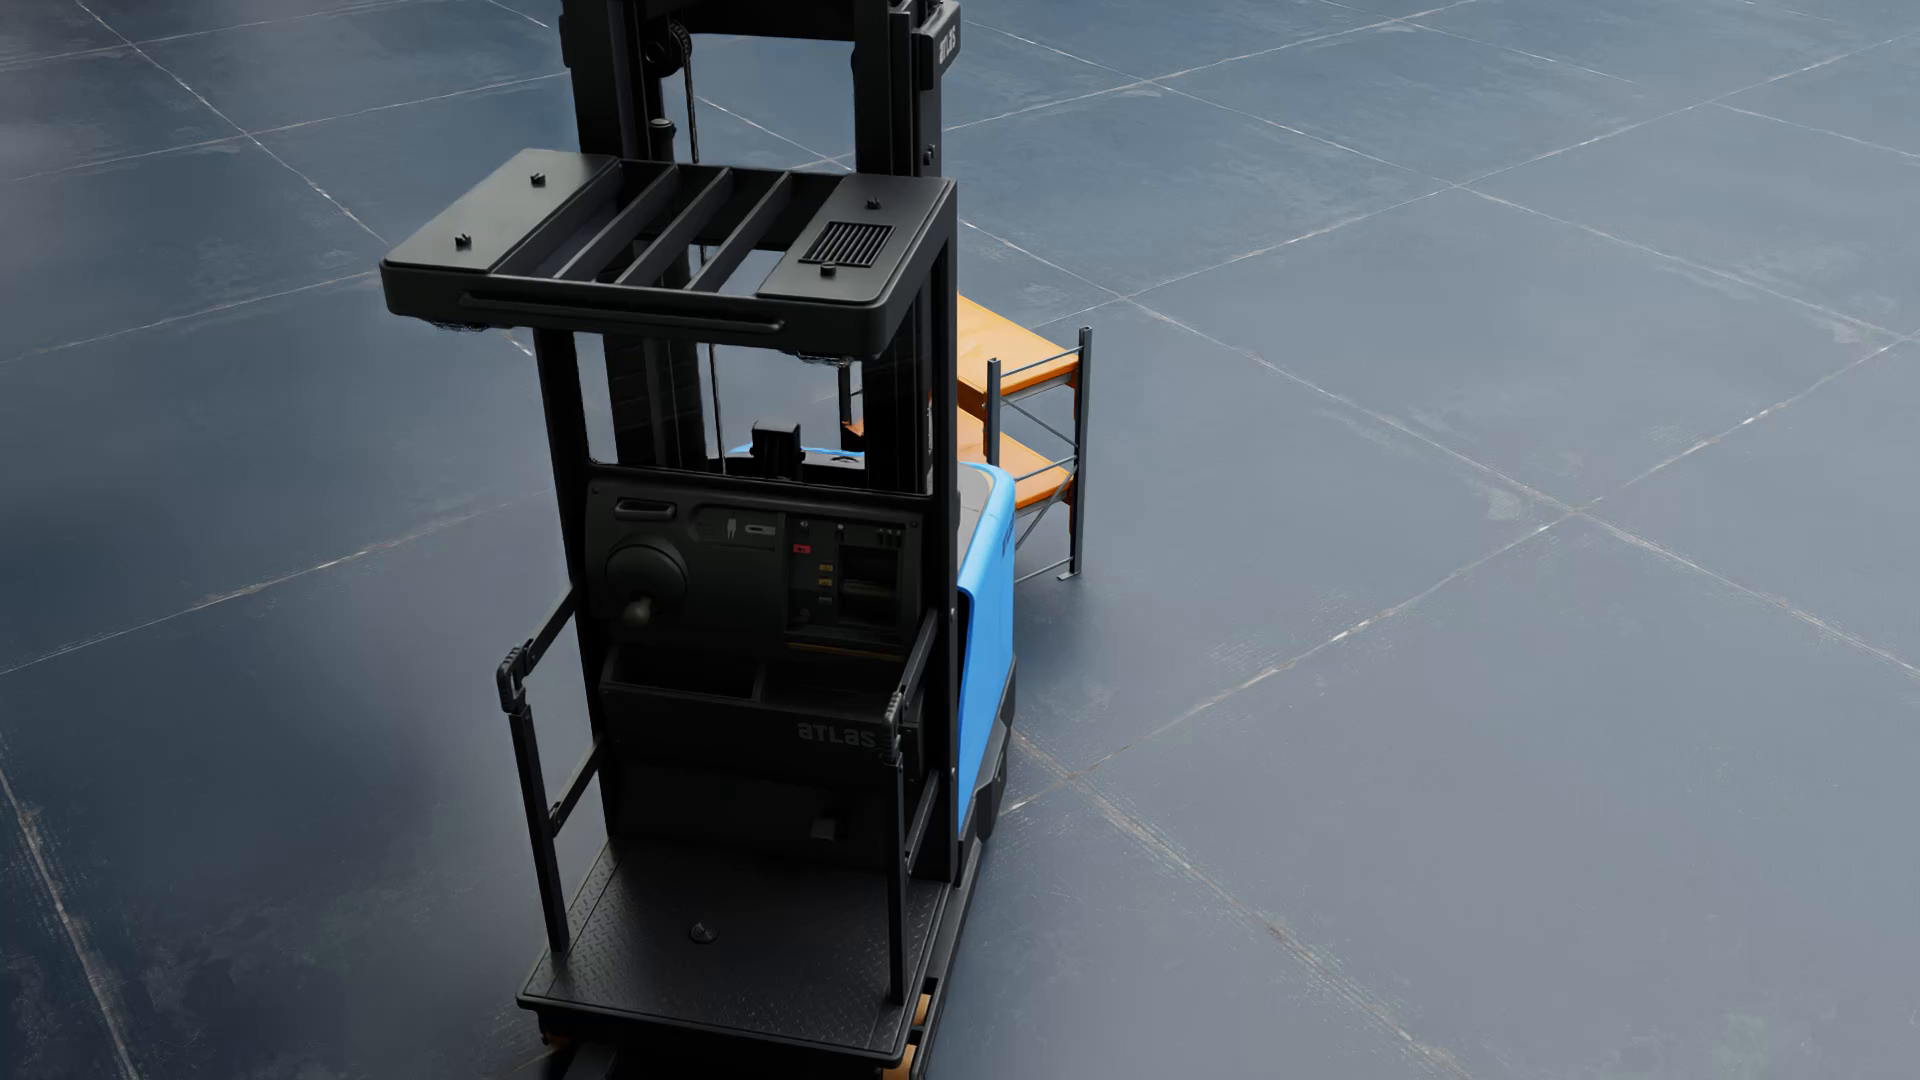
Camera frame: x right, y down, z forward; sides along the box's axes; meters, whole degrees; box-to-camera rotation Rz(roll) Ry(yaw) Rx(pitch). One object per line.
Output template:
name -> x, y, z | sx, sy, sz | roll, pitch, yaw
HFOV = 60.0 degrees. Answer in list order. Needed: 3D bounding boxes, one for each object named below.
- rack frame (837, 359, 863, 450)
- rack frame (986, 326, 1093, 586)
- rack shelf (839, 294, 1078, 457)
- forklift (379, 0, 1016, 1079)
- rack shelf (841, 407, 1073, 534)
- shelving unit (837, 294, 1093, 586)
rack frame -> -0.316, -0.693, 7.299 | 0.500, 1.125, 0.032 | -22, 38, -31
rack frame -> 0.308, -0.269, 6.617 | 0.500, 1.125, 0.032 | -22, 38, -31
rack shelf -> -0.004, -0.729, 6.803 | 0.538, 0.278, 1.000 | -22, 38, -31
forklift -> -0.597, 0.125, 4.271 | 1.130, 2.935, 3.031 | 6, 32, 10
rack shelf -> -0.004, -0.273, 7.087 | 0.538, 0.278, 1.000 | -22, 38, -31
shelving unit -> -0.004, -0.481, 6.958 | 0.538, 1.125, 1.048 | -22, 38, -31
